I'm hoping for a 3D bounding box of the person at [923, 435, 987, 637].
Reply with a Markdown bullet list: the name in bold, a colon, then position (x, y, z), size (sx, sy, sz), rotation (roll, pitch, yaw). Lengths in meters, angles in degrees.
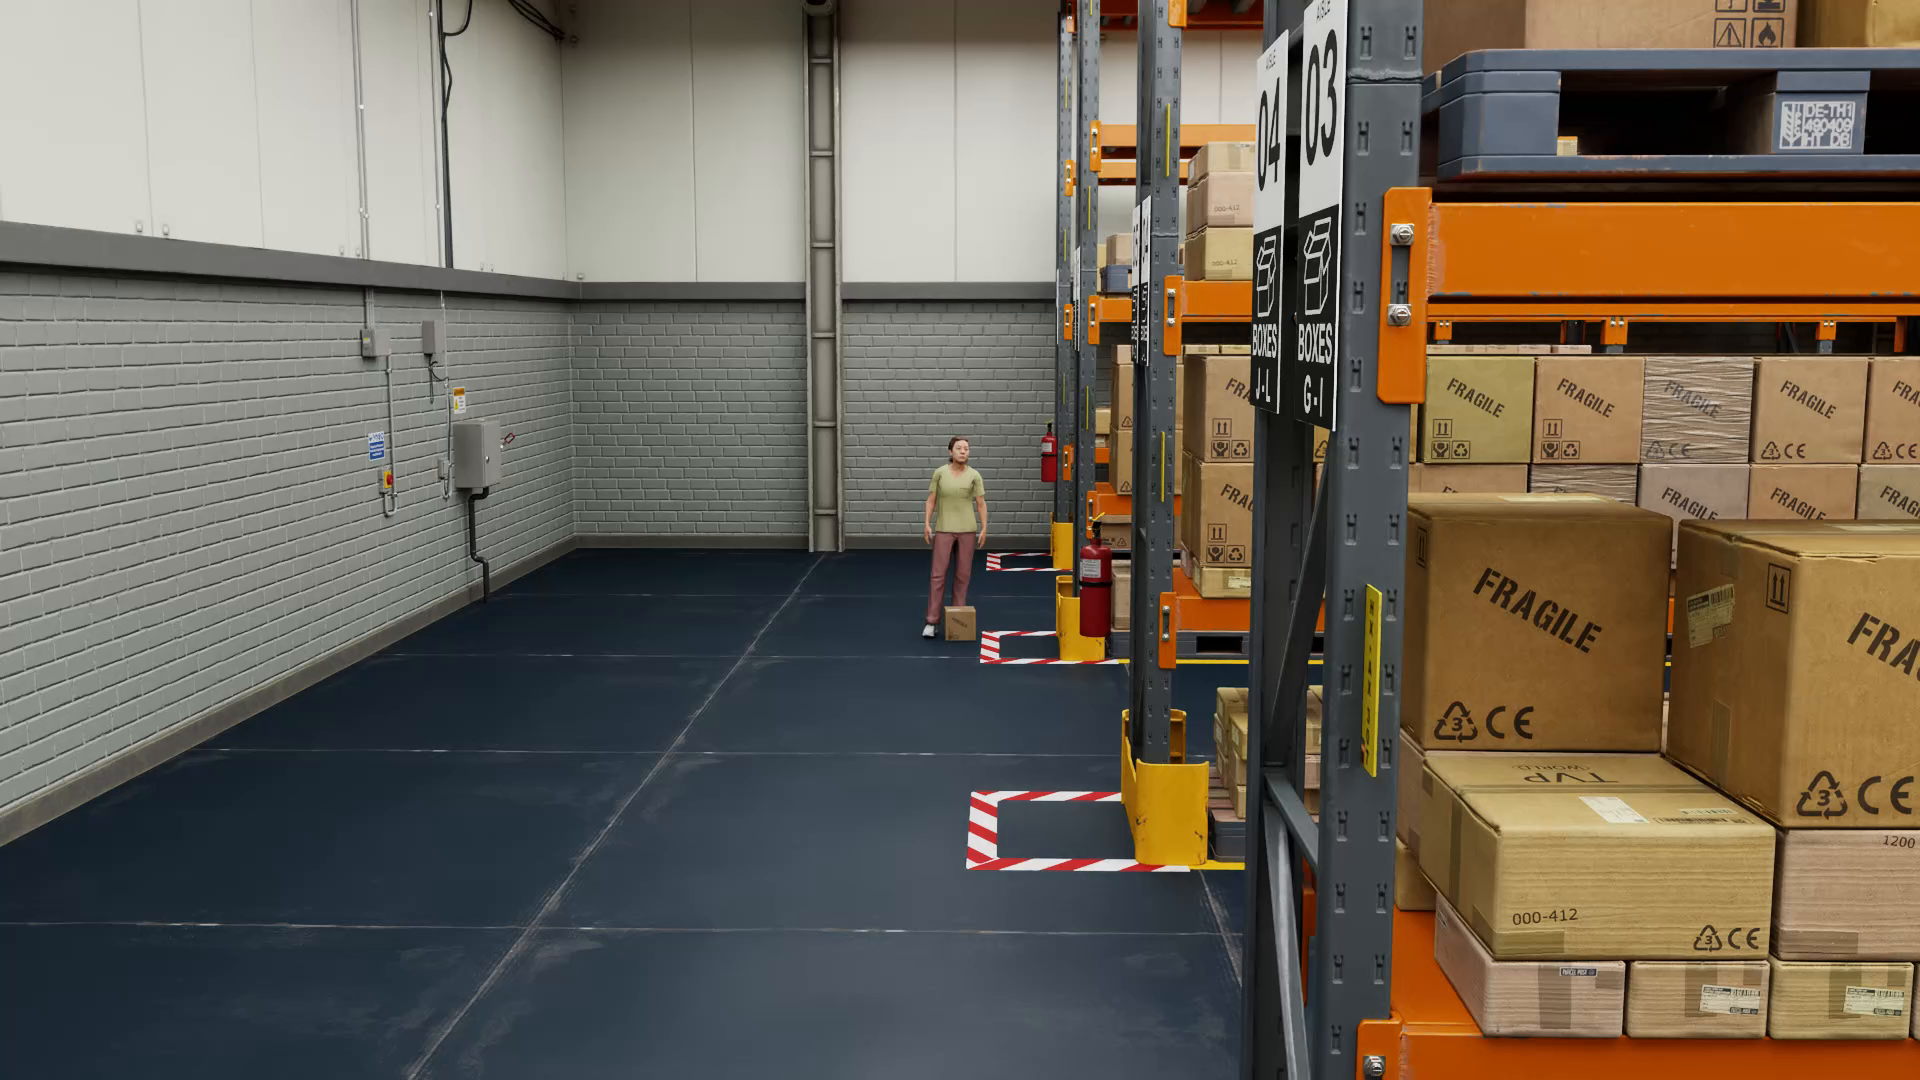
- **person**: position (-0.044, -0.043, 14.044), size (0.552, 1.674, 0.548), rotation (0, 7, -2)
